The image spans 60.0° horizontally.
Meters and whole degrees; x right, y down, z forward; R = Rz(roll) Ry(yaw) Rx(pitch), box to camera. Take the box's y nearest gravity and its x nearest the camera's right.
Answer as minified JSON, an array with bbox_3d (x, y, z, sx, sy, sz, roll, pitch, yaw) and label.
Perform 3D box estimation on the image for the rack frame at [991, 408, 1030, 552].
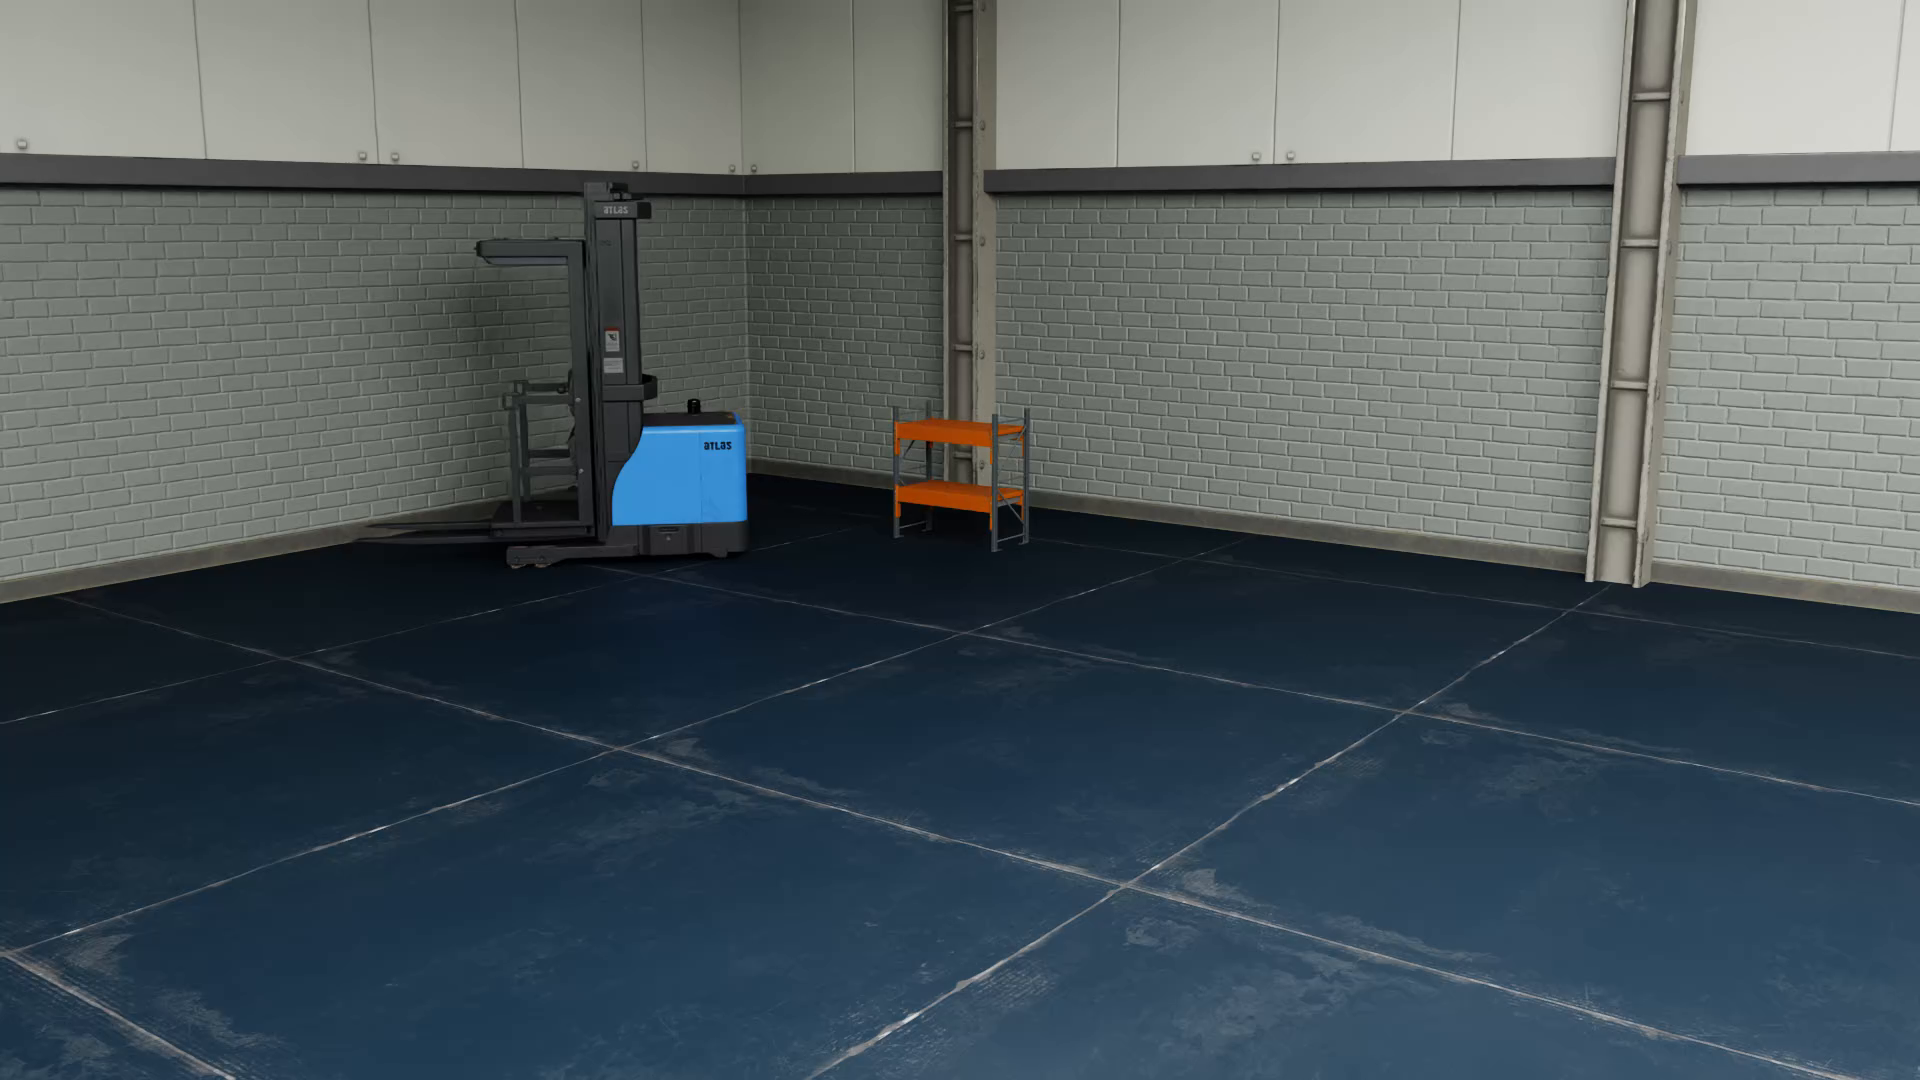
[{"bbox_3d":[0.415,-0.494,13.624,0.032,1.125,0.500,8,13,36],"label":"rack frame"}]

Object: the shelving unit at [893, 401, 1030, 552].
[{"bbox_3d":[0.005,-0.552,13.919,1.048,1.125,0.538,8,13,36],"label":"shelving unit"}]

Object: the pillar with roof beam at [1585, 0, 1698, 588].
[{"bbox_3d":[2.375,-3.452,8.182,0.400,9.000,9.100,8,13,36],"label":"pillar with roof beam"}]

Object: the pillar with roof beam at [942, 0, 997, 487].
[{"bbox_3d":[-2.461,-4.127,11.669,0.400,9.000,9.100,8,13,36],"label":"pillar with roof beam"}]

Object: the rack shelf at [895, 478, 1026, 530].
[{"bbox_3d":[0.005,-0.311,13.965,1.000,0.278,0.538,8,13,36],"label":"rack shelf"}]

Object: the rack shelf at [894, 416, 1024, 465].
[{"bbox_3d":[0.005,-0.839,13.863,1.000,0.278,0.538,8,13,36],"label":"rack shelf"}]

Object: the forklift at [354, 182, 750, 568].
[{"bbox_3d":[-3.245,-1.327,13.170,3.031,2.935,1.130,-2,11,-10],"label":"forklift"}]

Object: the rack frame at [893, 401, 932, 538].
[{"bbox_3d":[-0.404,-0.609,14.214,0.032,1.125,0.500,8,13,36],"label":"rack frame"}]
